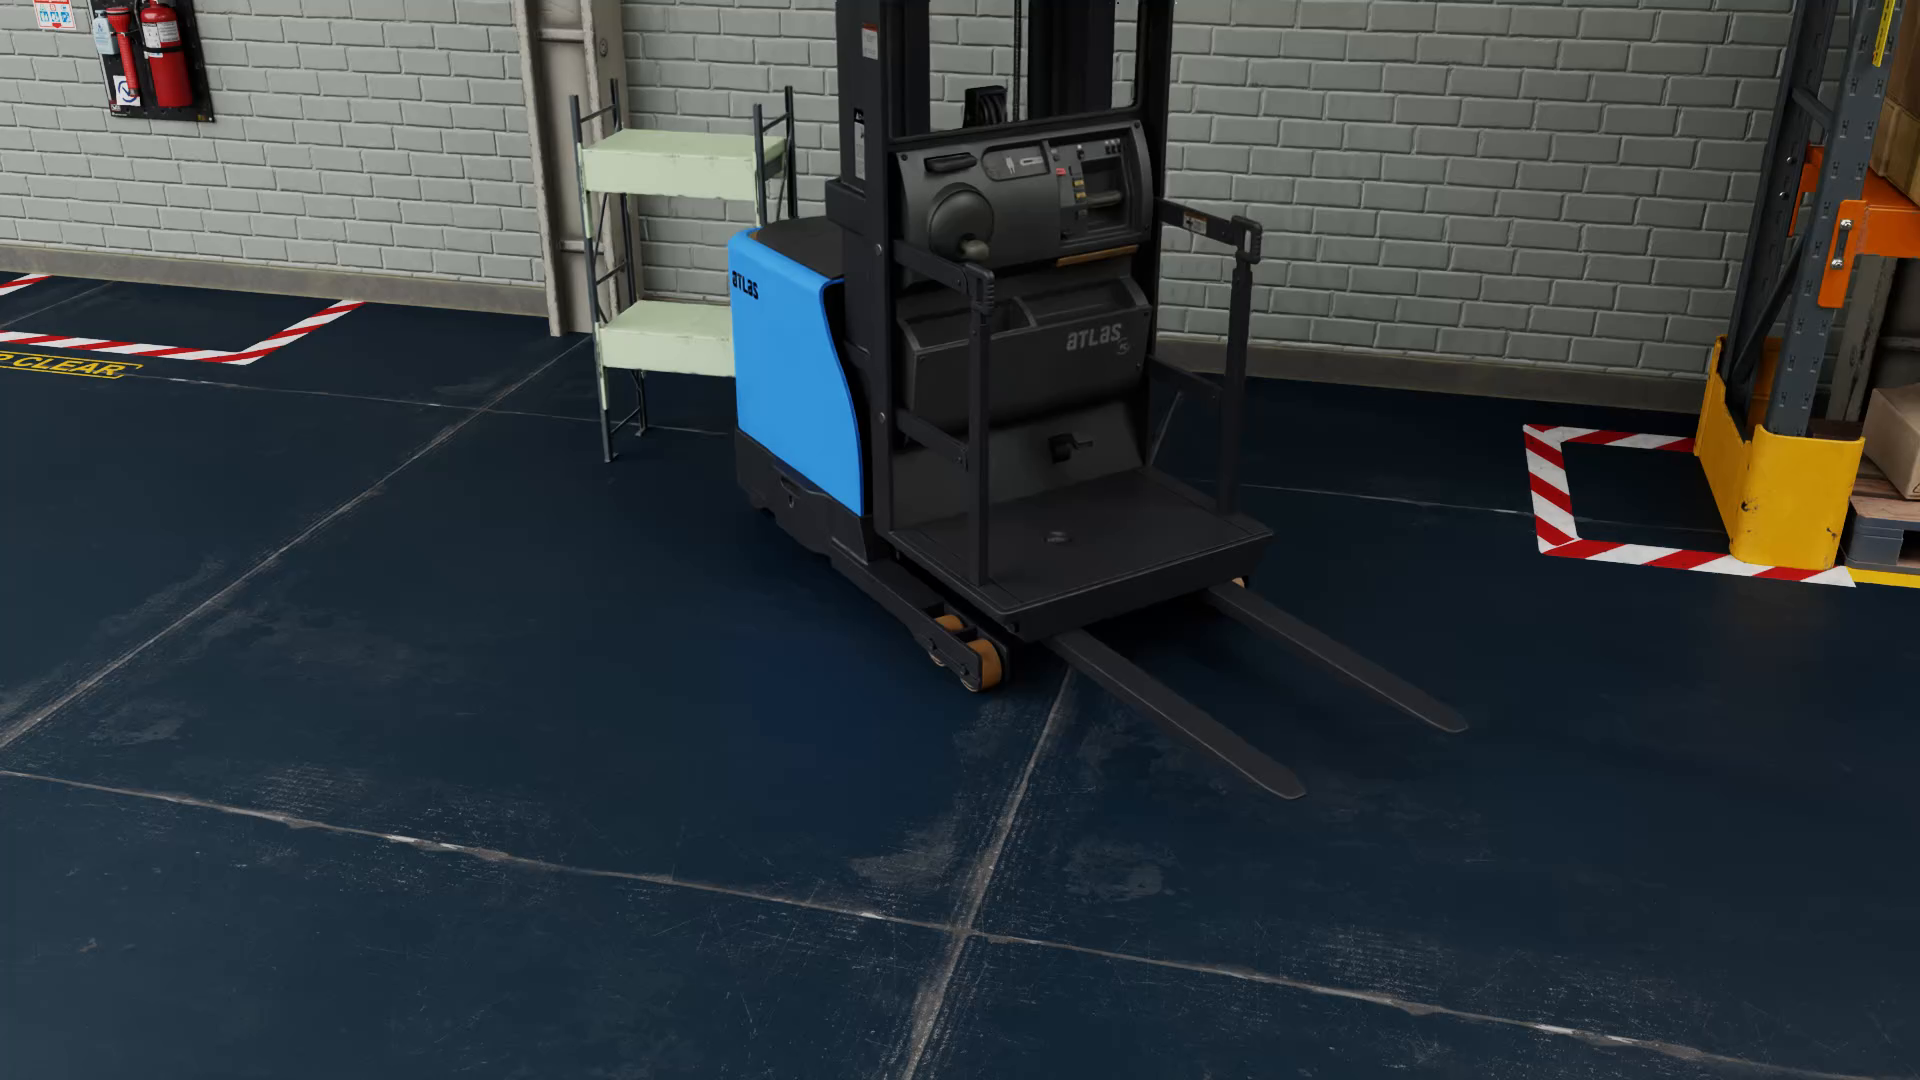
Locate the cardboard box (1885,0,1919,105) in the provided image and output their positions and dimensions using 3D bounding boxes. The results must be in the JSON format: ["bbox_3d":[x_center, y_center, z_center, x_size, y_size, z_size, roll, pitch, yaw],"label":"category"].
[{"bbox_3d":[3.580,-1.824,5.870,0.500,0.500,0.500,6,26,12],"label":"cardboard box"}]

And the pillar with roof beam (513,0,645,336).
[{"bbox_3d":[-2.920,-3.350,2.817,0.400,9.000,9.100,6,26,13],"label":"pillar with roof beam"}]

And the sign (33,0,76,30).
[{"bbox_3d":[-4.741,-2.832,8.667,0.234,0.329,0.001,6,26,13],"label":"sign"}]

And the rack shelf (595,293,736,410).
[{"bbox_3d":[-1.065,-0.753,6.845,0.720,0.370,0.431,6,26,12],"label":"rack shelf"}]

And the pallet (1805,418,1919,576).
[{"bbox_3d":[3.922,-0.137,6.292,1.213,0.211,1.003,6,26,13],"label":"pallet"}]

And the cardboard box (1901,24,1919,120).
[{"bbox_3d":[3.458,-1.609,5.420,0.500,0.500,0.500,6,26,13],"label":"cardboard box"}]

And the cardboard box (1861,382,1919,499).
[{"bbox_3d":[3.718,-0.379,6.172,0.500,0.311,0.500,3,26,7],"label":"cardboard box"}]

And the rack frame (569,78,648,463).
[{"bbox_3d":[-1.422,-1.083,6.781,0.023,1.500,0.400,6,26,12],"label":"rack frame"}]

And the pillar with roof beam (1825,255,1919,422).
[{"bbox_3d":[2.891,-2.707,1.468,0.400,9.000,9.100,6,26,13],"label":"pillar with roof beam"}]

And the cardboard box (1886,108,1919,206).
[{"bbox_3d":[3.464,-1.263,5.564,0.500,0.250,0.500,6,26,11],"label":"cardboard box"}]

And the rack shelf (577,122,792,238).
[{"bbox_3d":[-1.065,-1.400,6.537,0.720,0.370,0.431,6,26,12],"label":"rack shelf"}]

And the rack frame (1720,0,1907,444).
[{"bbox_3d":[3.070,-1.506,5.923,0.127,3.000,1.000,6,26,13],"label":"rack frame"}]

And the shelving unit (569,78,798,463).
[{"bbox_3d":[-1.065,-1.047,6.705,0.755,1.500,0.431,6,26,12],"label":"shelving unit"}]

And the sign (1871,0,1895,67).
[{"bbox_3d":[2.935,-1.671,5.263,0.005,0.325,0.100,6,26,13],"label":"sign"}]

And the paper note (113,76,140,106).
[{"bbox_3d":[-4.386,-2.364,8.750,0.142,0.148,0.016,6,26,13],"label":"paper note"}]

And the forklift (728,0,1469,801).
[{"bbox_3d":[0.333,-1.074,5.097,1.130,2.935,3.031,-15,29,-29],"label":"forklift"}]

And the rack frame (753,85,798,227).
[{"bbox_3d":[-0.709,-1.011,6.629,0.023,1.500,0.400,6,26,12],"label":"rack frame"}]

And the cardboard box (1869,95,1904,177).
[{"bbox_3d":[3.571,-1.478,6.016,0.500,0.250,0.500,7,26,14],"label":"cardboard box"}]

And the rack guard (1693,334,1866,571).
[{"bbox_3d":[3.144,-0.369,6.444,0.348,0.500,1.175,6,26,13],"label":"rack guard"}]

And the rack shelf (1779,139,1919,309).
[{"bbox_3d":[5.007,-0.967,5.628,4.000,0.370,1.077,6,26,13],"label":"rack shelf"}]

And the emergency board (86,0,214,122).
[{"bbox_3d":[-4.231,-2.714,8.461,0.643,1.169,0.194,6,26,13],"label":"emergency board"}]
